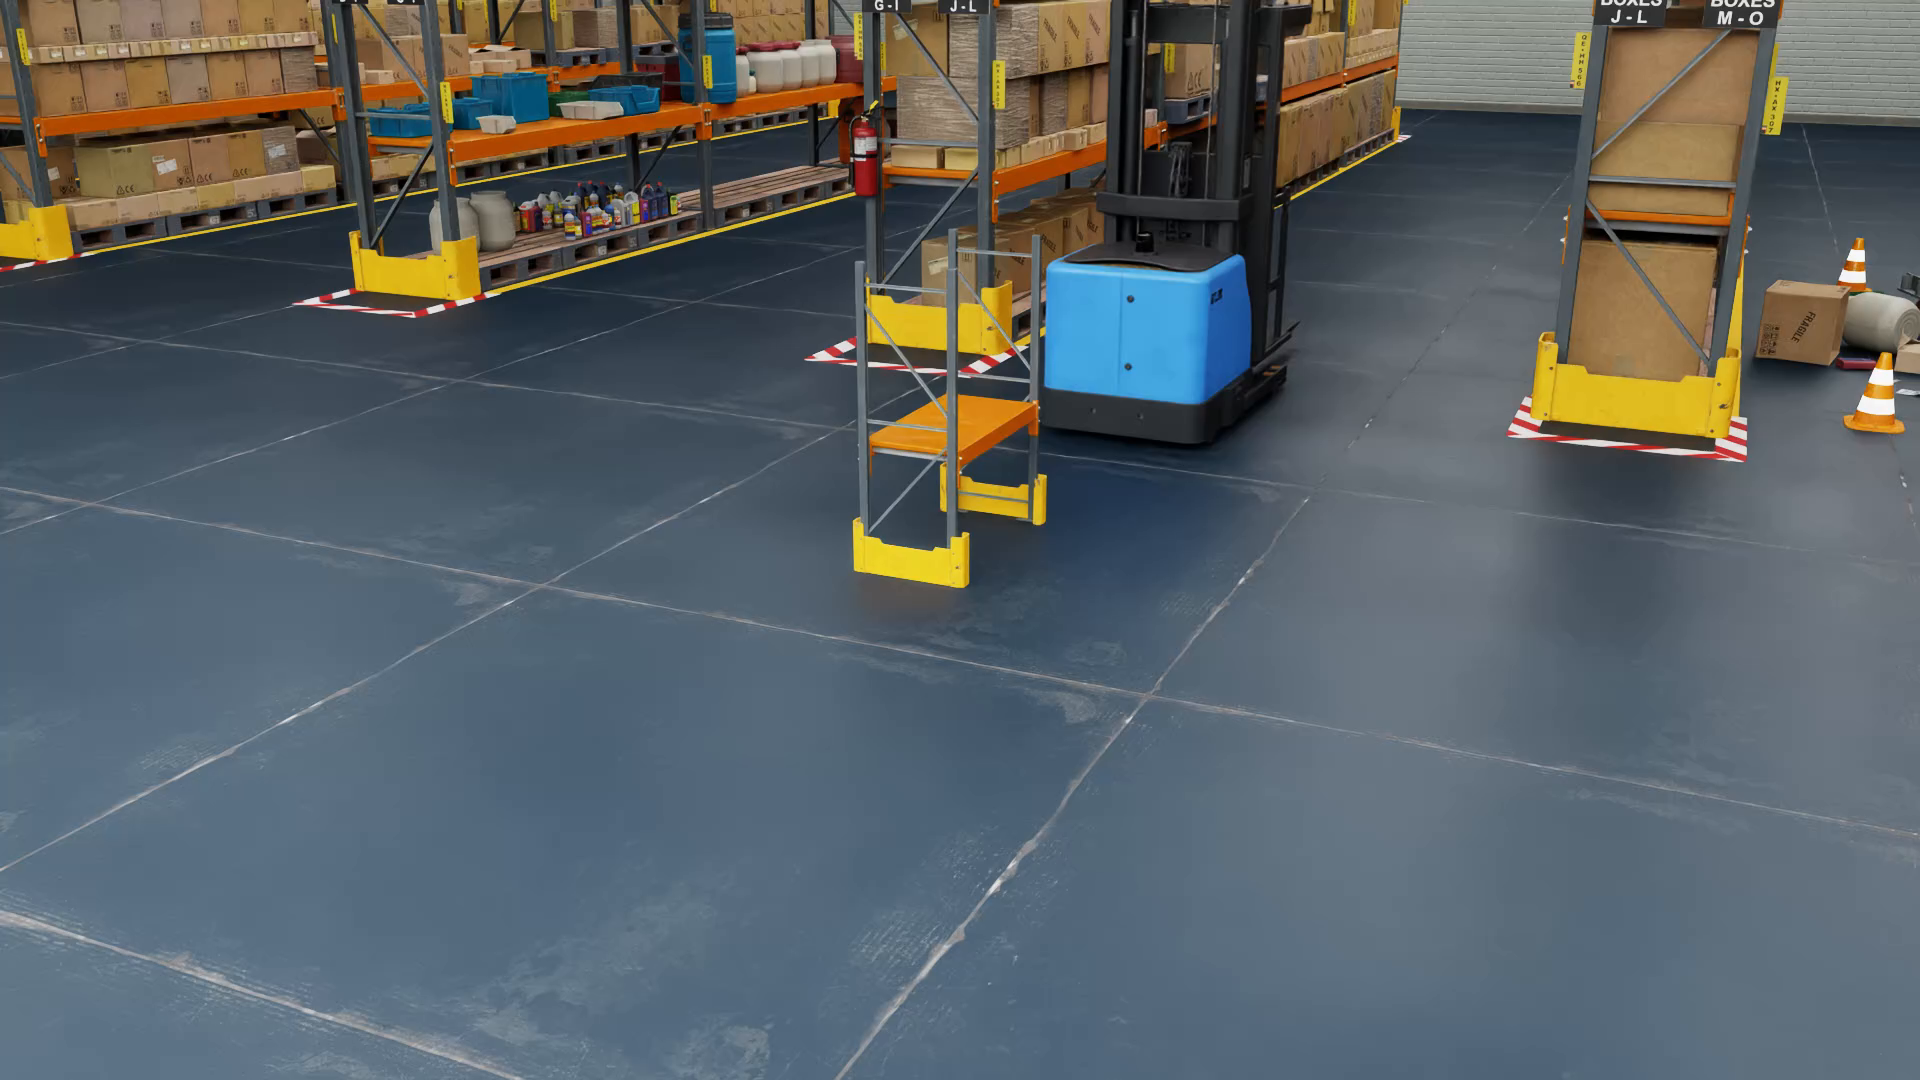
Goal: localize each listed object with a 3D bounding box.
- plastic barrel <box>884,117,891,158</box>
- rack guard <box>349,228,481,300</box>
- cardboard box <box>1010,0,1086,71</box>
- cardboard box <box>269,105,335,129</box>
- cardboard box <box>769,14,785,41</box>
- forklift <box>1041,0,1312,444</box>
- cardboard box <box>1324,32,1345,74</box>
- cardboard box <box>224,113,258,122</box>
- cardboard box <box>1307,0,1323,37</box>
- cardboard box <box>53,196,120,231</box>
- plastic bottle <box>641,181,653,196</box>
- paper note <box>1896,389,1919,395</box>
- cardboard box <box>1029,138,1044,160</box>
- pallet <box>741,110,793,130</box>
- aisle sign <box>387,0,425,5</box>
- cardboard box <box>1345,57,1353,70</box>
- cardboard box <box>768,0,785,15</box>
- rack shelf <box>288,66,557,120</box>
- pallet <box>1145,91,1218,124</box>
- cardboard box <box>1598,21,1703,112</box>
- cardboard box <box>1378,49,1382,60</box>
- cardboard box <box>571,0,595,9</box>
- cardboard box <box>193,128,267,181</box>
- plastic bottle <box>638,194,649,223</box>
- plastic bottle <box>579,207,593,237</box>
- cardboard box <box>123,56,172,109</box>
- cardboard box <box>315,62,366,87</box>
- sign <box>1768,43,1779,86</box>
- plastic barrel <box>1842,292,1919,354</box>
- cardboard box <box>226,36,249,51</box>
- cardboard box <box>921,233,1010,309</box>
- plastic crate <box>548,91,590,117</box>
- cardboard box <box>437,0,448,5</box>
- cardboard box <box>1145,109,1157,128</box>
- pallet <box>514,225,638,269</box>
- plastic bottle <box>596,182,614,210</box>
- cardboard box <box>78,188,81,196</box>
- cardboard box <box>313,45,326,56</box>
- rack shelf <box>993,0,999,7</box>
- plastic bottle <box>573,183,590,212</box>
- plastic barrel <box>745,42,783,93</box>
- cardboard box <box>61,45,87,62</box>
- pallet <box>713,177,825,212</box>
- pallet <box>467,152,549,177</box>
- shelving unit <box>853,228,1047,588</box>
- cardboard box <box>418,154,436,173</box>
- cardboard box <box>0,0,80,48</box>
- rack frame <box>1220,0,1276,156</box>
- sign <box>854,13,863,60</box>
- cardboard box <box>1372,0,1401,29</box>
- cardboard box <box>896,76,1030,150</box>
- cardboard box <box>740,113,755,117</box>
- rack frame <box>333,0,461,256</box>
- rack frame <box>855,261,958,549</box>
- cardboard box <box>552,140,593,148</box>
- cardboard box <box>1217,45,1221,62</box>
[{"bbox_3d":[-1.133,-5.370,22.178,0.421,0.512,0.421,0,20,0],"label":"plastic barrel"},{"bbox_3d":[-4.755,-2.414,14.510,1.175,0.500,0.348,9,21,23],"label":"rack guard"},{"bbox_3d":[0.664,-3.976,13.088,0.500,0.500,0.500,9,21,23],"label":"cardboard box"},{"bbox_3d":[-10.085,-6.759,25.578,0.750,0.750,0.750,8,21,22],"label":"cardboard box"},{"bbox_3d":[-3.269,-8.542,27.861,0.500,0.500,0.500,8,21,22],"label":"cardboard box"},{"bbox_3d":[1.586,-2.403,10.852,1.130,2.935,3.031,9,21,24],"label":"forklift"},{"bbox_3d":[4.747,-6.417,21.888,0.500,0.500,0.500,9,21,23],"label":"cardboard box"},{"bbox_3d":[-10.753,-6.169,24.413,0.700,0.500,0.500,9,21,23],"label":"cardboard box"},{"bbox_3d":[4.144,-6.666,21.089,0.797,0.503,0.637,9,21,23],"label":"cardboard box"},{"bbox_3d":[-8.838,-3.278,16.688,0.500,0.250,0.500,9,21,23],"label":"cardboard box"},{"bbox_3d":[-3.237,-3.527,17.207,0.144,0.351,0.185,9,21,23],"label":"plastic bottle"},{"bbox_3d":[6.433,-1.005,11.251,0.144,0.017,0.142,18,26,41],"label":"paper note"},{"bbox_3d":[0.429,-3.046,12.931,0.380,0.149,0.250,9,21,23],"label":"cardboard box"},{"bbox_3d":[-3.566,-7.181,28.347,1.003,0.211,1.213,9,21,23],"label":"pallet"},{"bbox_3d":[-4.505,-4.725,13.397,0.394,0.787,0.004,9,21,23],"label":"aisle sign"},{"bbox_3d":[5.114,-6.477,22.580,0.380,0.149,0.250,9,21,23],"label":"cardboard box"},{"bbox_3d":[-3.264,-9.008,27.679,0.500,0.500,0.500,9,22,24],"label":"cardboard box"},{"bbox_3d":[-6.804,-5.738,21.200,1.077,0.370,4.000,9,21,23],"label":"rack shelf"},{"bbox_3d":[1.859,-4.228,16.168,1.003,0.211,1.213,9,21,23],"label":"pallet"},{"bbox_3d":[4.588,-3.039,10.703,0.875,0.550,0.550,9,21,23],"label":"cardboard box"},{"bbox_3d":[5.960,-7.109,24.357,0.380,0.149,0.250,9,21,23],"label":"cardboard box"},{"bbox_3d":[-7.429,-9.796,31.091,0.980,0.700,0.700,10,22,25],"label":"cardboard box"},{"bbox_3d":[-8.030,-4.245,18.286,0.500,0.500,0.500,9,21,23],"label":"cardboard box"},{"bbox_3d":[-3.213,-3.362,16.842,0.061,0.283,0.133,10,22,26],"label":"plastic bottle"},{"bbox_3d":[-3.607,-3.068,16.015,0.061,0.283,0.133,9,21,24],"label":"plastic bottle"},{"bbox_3d":[-8.638,-4.743,17.180,0.700,0.500,0.500,9,21,23],"label":"cardboard box"},{"bbox_3d":[-7.461,-5.551,19.826,0.500,0.250,0.500,10,22,26],"label":"cardboard box"},{"bbox_3d":[6.404,-3.763,13.163,0.100,0.325,0.005,9,21,23],"label":"sign"},{"bbox_3d":[6.832,-1.622,12.399,0.421,0.421,0.512,-9,22,-24],"label":"plastic barrel"},{"bbox_3d":[-7.957,-5.395,18.045,0.380,0.149,0.250,8,21,22],"label":"cardboard box"},{"bbox_3d":[0.047,-2.091,12.976,0.500,0.500,0.500,13,23,33],"label":"cardboard box"},{"bbox_3d":[-3.918,-4.309,16.424,0.450,0.188,0.662,9,21,23],"label":"plastic crate"},{"bbox_3d":[-8.825,-8.962,27.449,0.500,0.250,0.500,9,22,24],"label":"cardboard box"},{"bbox_3d":[1.594,-3.881,15.279,0.380,0.149,0.250,9,21,23],"label":"cardboard box"},{"bbox_3d":[-3.916,-2.897,16.300,1.003,0.211,1.213,9,21,23],"label":"pallet"},{"bbox_3d":[-3.683,-3.534,17.227,0.144,0.351,0.185,9,21,23],"label":"plastic bottle"},{"bbox_3d":[-9.117,-3.504,17.322,0.500,0.250,0.500,9,21,23],"label":"cardboard box"},{"bbox_3d":[-9.862,-7.472,25.348,0.380,0.149,0.250,9,22,24],"label":"cardboard box"},{"bbox_3d":[0.595,-4.568,13.434,1.077,0.370,4.000,9,21,23],"label":"rack shelf"},{"bbox_3d":[-3.891,-3.496,17.120,0.144,0.351,0.185,8,21,20],"label":"plastic bottle"},{"bbox_3d":[-2.213,-5.335,18.792,0.433,0.535,0.433,0,20,0],"label":"plastic barrel"},{"bbox_3d":[-8.798,-4.767,16.279,0.380,0.149,0.250,8,21,21],"label":"cardboard box"},{"bbox_3d":[-2.321,-4.091,19.656,1.003,0.211,1.213,9,21,23],"label":"pallet"},{"bbox_3d":[-6.357,-5.128,22.573,1.003,0.211,1.213,9,21,23],"label":"pallet"},{"bbox_3d":[-0.031,-0.683,8.152,0.587,1.500,1.083,9,21,23],"label":"shelving unit"},{"bbox_3d":[-6.811,-4.772,20.887,0.500,0.250,0.500,8,21,21],"label":"cardboard box"},{"bbox_3d":[-9.036,-5.058,16.130,0.700,0.500,0.500,9,21,23],"label":"cardboard box"},{"bbox_3d":[3.052,-5.328,18.973,1.000,3.000,0.127,9,21,23],"label":"rack frame"},{"bbox_3d":[-0.723,-3.659,12.081,0.100,0.325,0.005,9,21,23],"label":"sign"},{"bbox_3d":[6.368,-8.011,25.179,0.500,0.500,0.500,9,21,23],"label":"cardboard box"},{"bbox_3d":[0.026,-3.234,12.492,0.875,0.500,0.500,9,21,23],"label":"cardboard box"},{"bbox_3d":[-3.632,-7.148,27.663,0.380,0.166,0.250,9,21,23],"label":"cardboard box"},{"bbox_3d":[-4.743,-3.562,14.008,1.000,3.000,0.127,9,21,23],"label":"rack frame"},{"bbox_3d":[-0.243,-0.525,7.707,0.500,1.500,0.032,9,21,23],"label":"rack frame"},{"bbox_3d":[-5.537,-5.818,23.425,0.500,0.500,0.500,10,22,25],"label":"cardboard box"},{"bbox_3d":[2.730,-5.218,17.888,0.700,0.500,0.500,12,23,31],"label":"cardboard box"}]
